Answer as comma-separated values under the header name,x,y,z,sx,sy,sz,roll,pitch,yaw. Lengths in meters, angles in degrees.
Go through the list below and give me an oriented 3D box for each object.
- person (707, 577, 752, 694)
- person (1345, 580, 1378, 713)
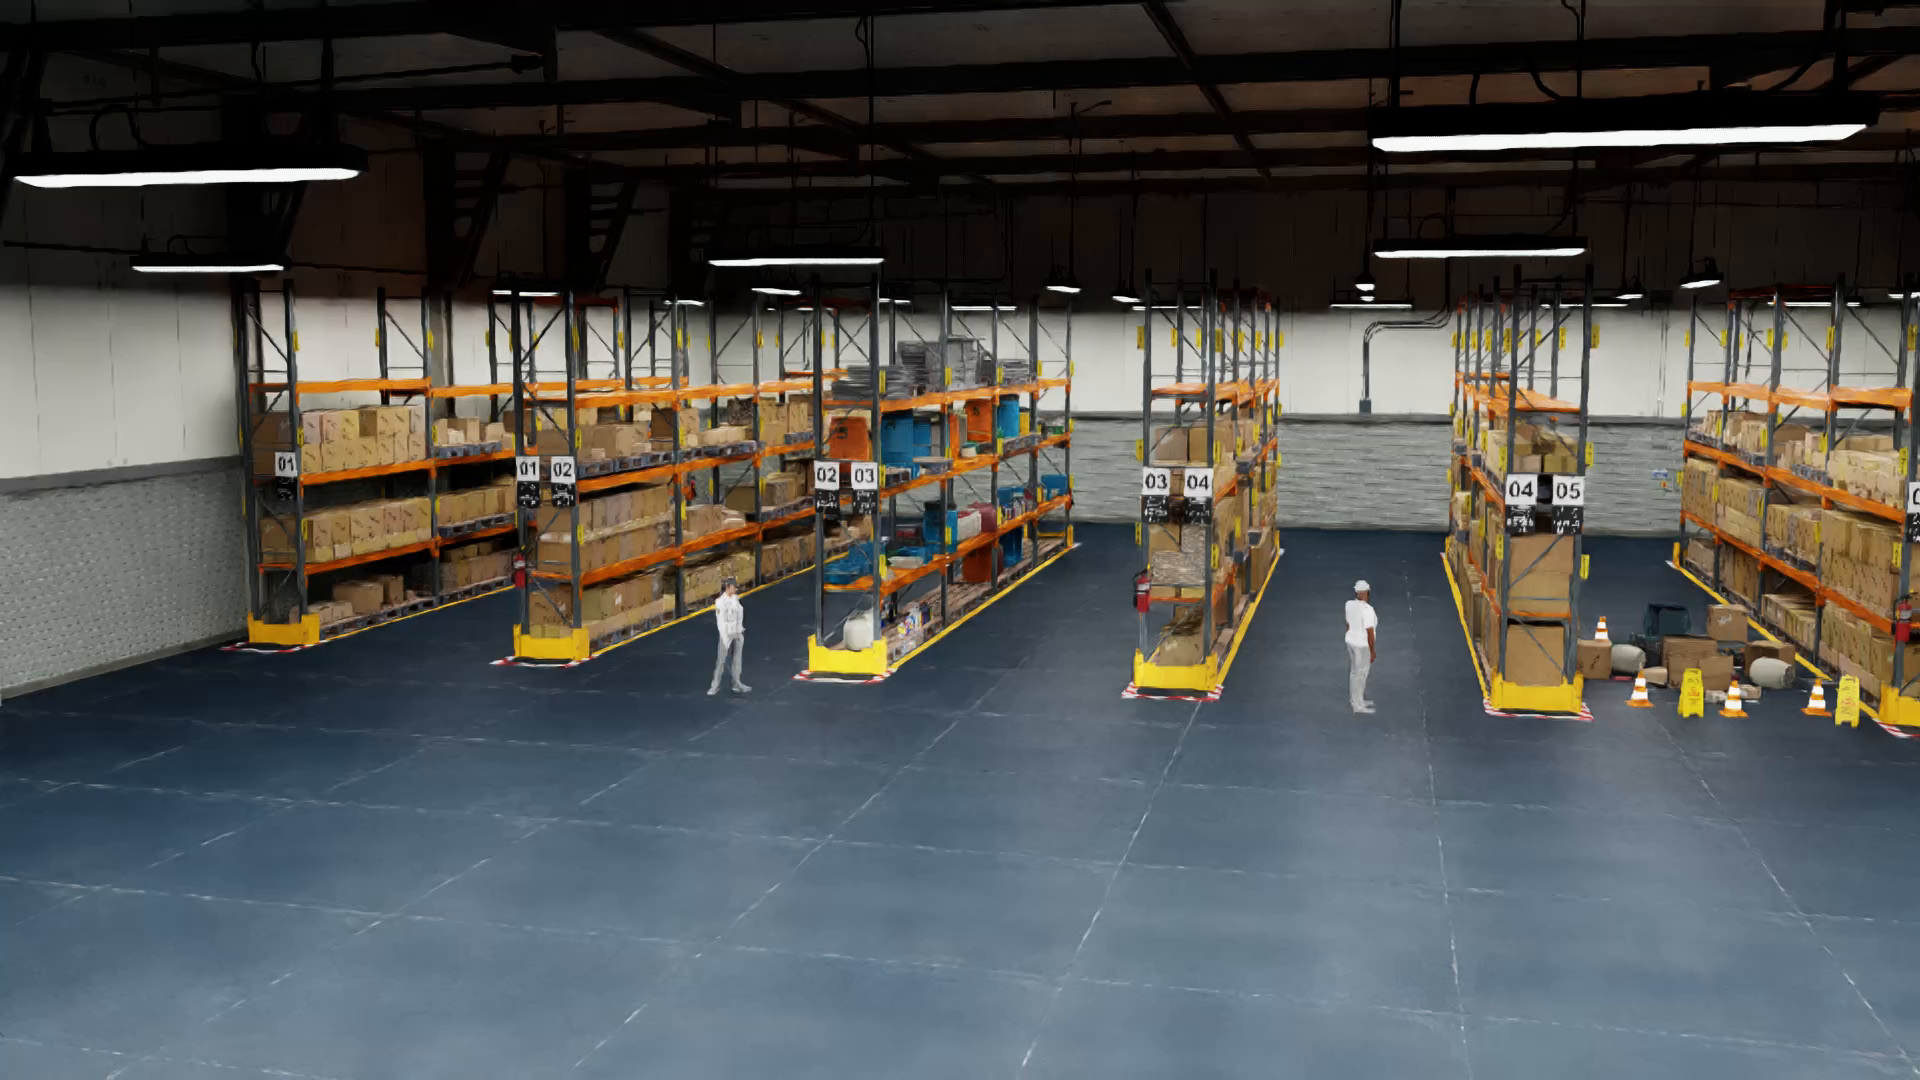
name,x,y,z,sx,sy,sz,roll,pitch,yaw
person,-3.305,1.346,23.612,0.413,1.675,0.630,5,9,38
person,5.462,1.418,22.489,0.452,1.768,0.632,-2,7,-16
